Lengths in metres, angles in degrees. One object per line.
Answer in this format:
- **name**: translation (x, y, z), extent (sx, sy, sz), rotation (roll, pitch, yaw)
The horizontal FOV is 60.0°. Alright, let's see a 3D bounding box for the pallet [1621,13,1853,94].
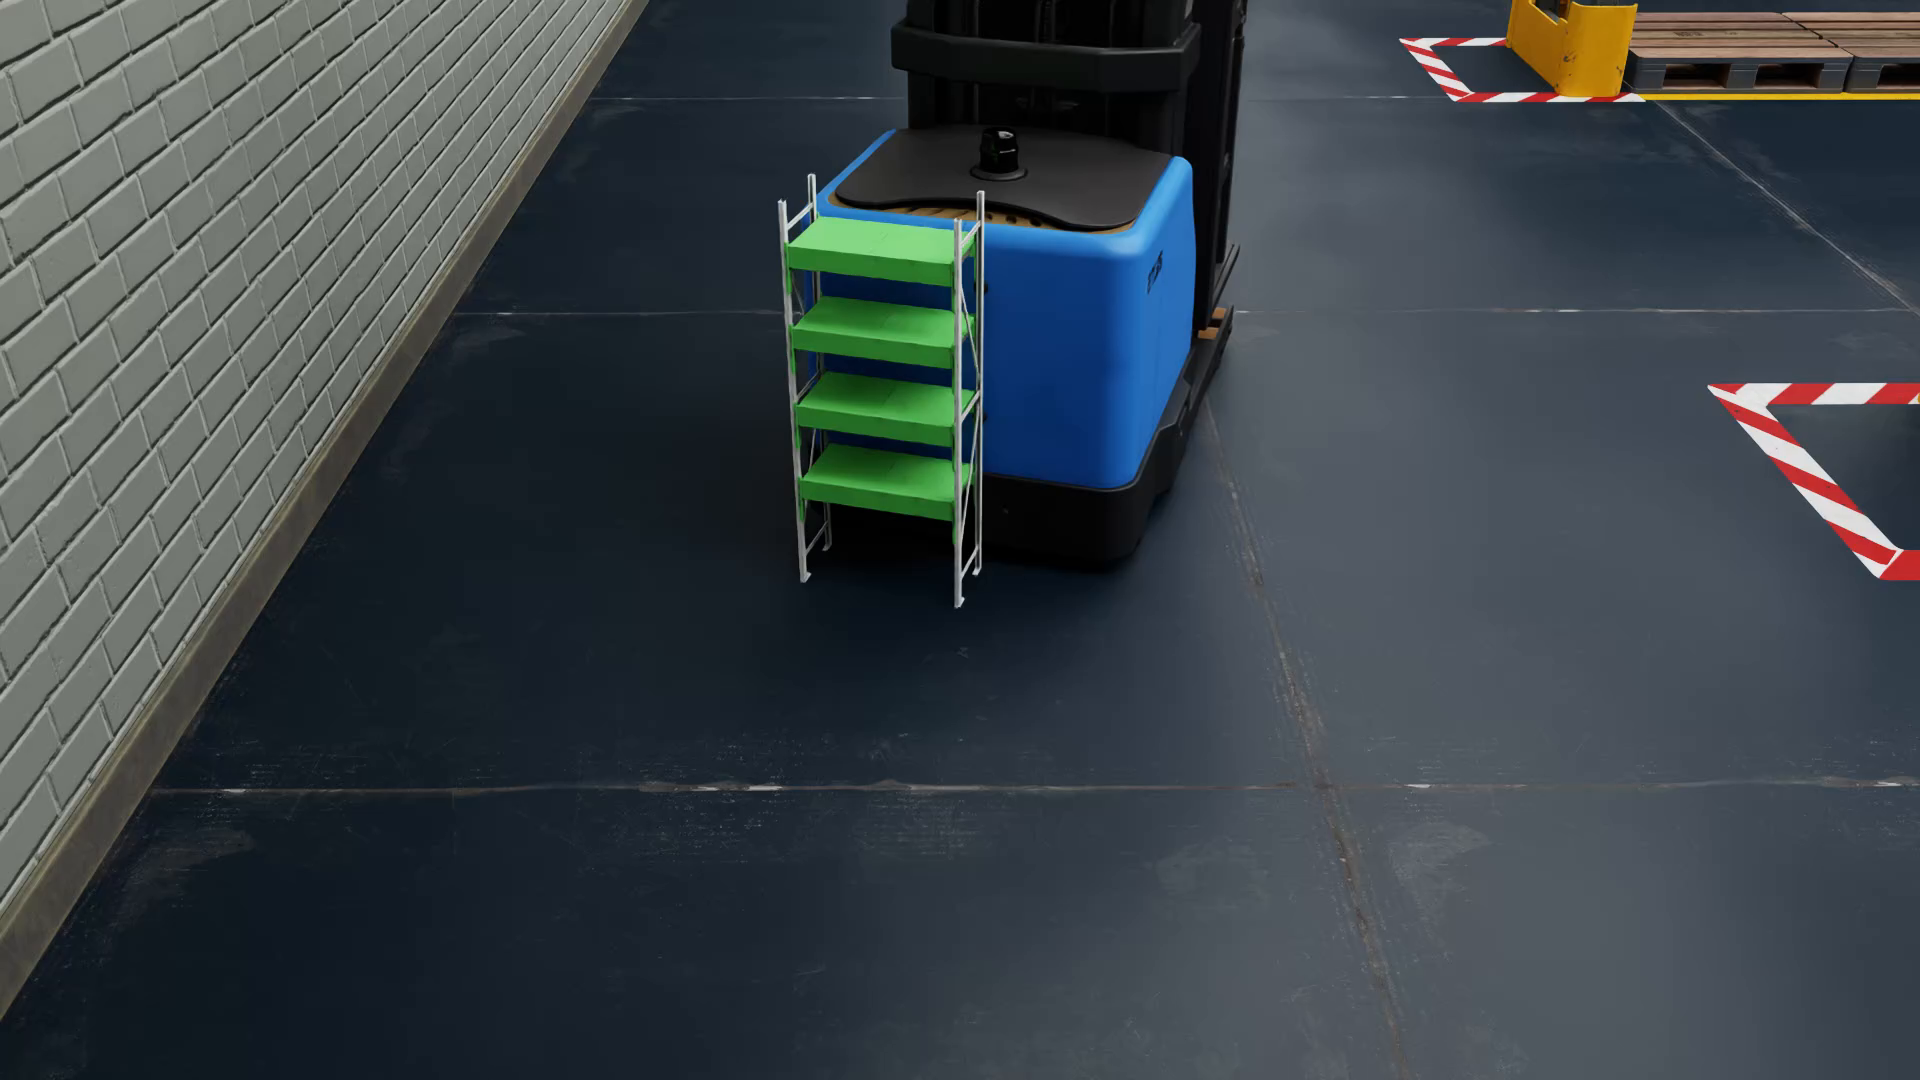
- **pallet**: translation (4.401, -2.873, 9.781), extent (1.213, 0.211, 1.003), rotation (0, 31, 0)

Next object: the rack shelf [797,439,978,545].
- **rack shelf**: translation (-0.209, -0.146, 4.920), extent (0.480, 0.148, 0.258), rotation (9, 32, 14)

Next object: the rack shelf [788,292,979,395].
- **rack shelf**: translation (-0.209, -0.556, 4.671), extent (0.480, 0.148, 0.258), rotation (9, 32, 14)

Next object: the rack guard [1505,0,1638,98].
- **rack guard**: translation (3.552, -3.007, 9.724), extent (0.348, 0.500, 1.175), rotation (0, 31, 0)

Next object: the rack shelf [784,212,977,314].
- **rack shelf**: translation (-0.209, -0.762, 4.546), extent (0.480, 0.148, 0.258), rotation (9, 32, 14)

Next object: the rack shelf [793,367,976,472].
- **rack shelf**: translation (-0.209, -0.351, 4.795), extent (0.480, 0.148, 0.258), rotation (9, 32, 14)

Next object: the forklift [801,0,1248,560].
- **forklift**: translation (0.434, -1.947, 5.633), extent (1.130, 2.935, 3.031), rotation (9, 32, 14)

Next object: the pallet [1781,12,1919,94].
- **pallet**: translation (5.618, -2.875, 9.785), extent (1.213, 0.211, 1.003), rotation (0, 31, 0)

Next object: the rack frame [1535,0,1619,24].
- **rack frame**: translation (3.576, -4.082, 9.087), extent (0.127, 3.000, 1.000), rotation (0, 31, 0)

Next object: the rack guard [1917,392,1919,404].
- **rack guard**: translation (3.678, -0.445, 5.501), extent (0.348, 0.500, 1.175), rotation (0, 31, 0)

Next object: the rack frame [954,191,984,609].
- **rack frame**: translation (0.025, -0.370, 4.703), extent (0.015, 1.200, 0.240), rotation (9, 32, 14)

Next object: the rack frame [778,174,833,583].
- **rack frame**: translation (-0.443, -0.442, 4.822), extent (0.015, 1.200, 0.240), rotation (9, 32, 14)

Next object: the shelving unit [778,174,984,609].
- **shelving unit**: translation (-0.209, -0.406, 4.762), extent (0.503, 1.200, 0.258), rotation (9, 32, 14)
